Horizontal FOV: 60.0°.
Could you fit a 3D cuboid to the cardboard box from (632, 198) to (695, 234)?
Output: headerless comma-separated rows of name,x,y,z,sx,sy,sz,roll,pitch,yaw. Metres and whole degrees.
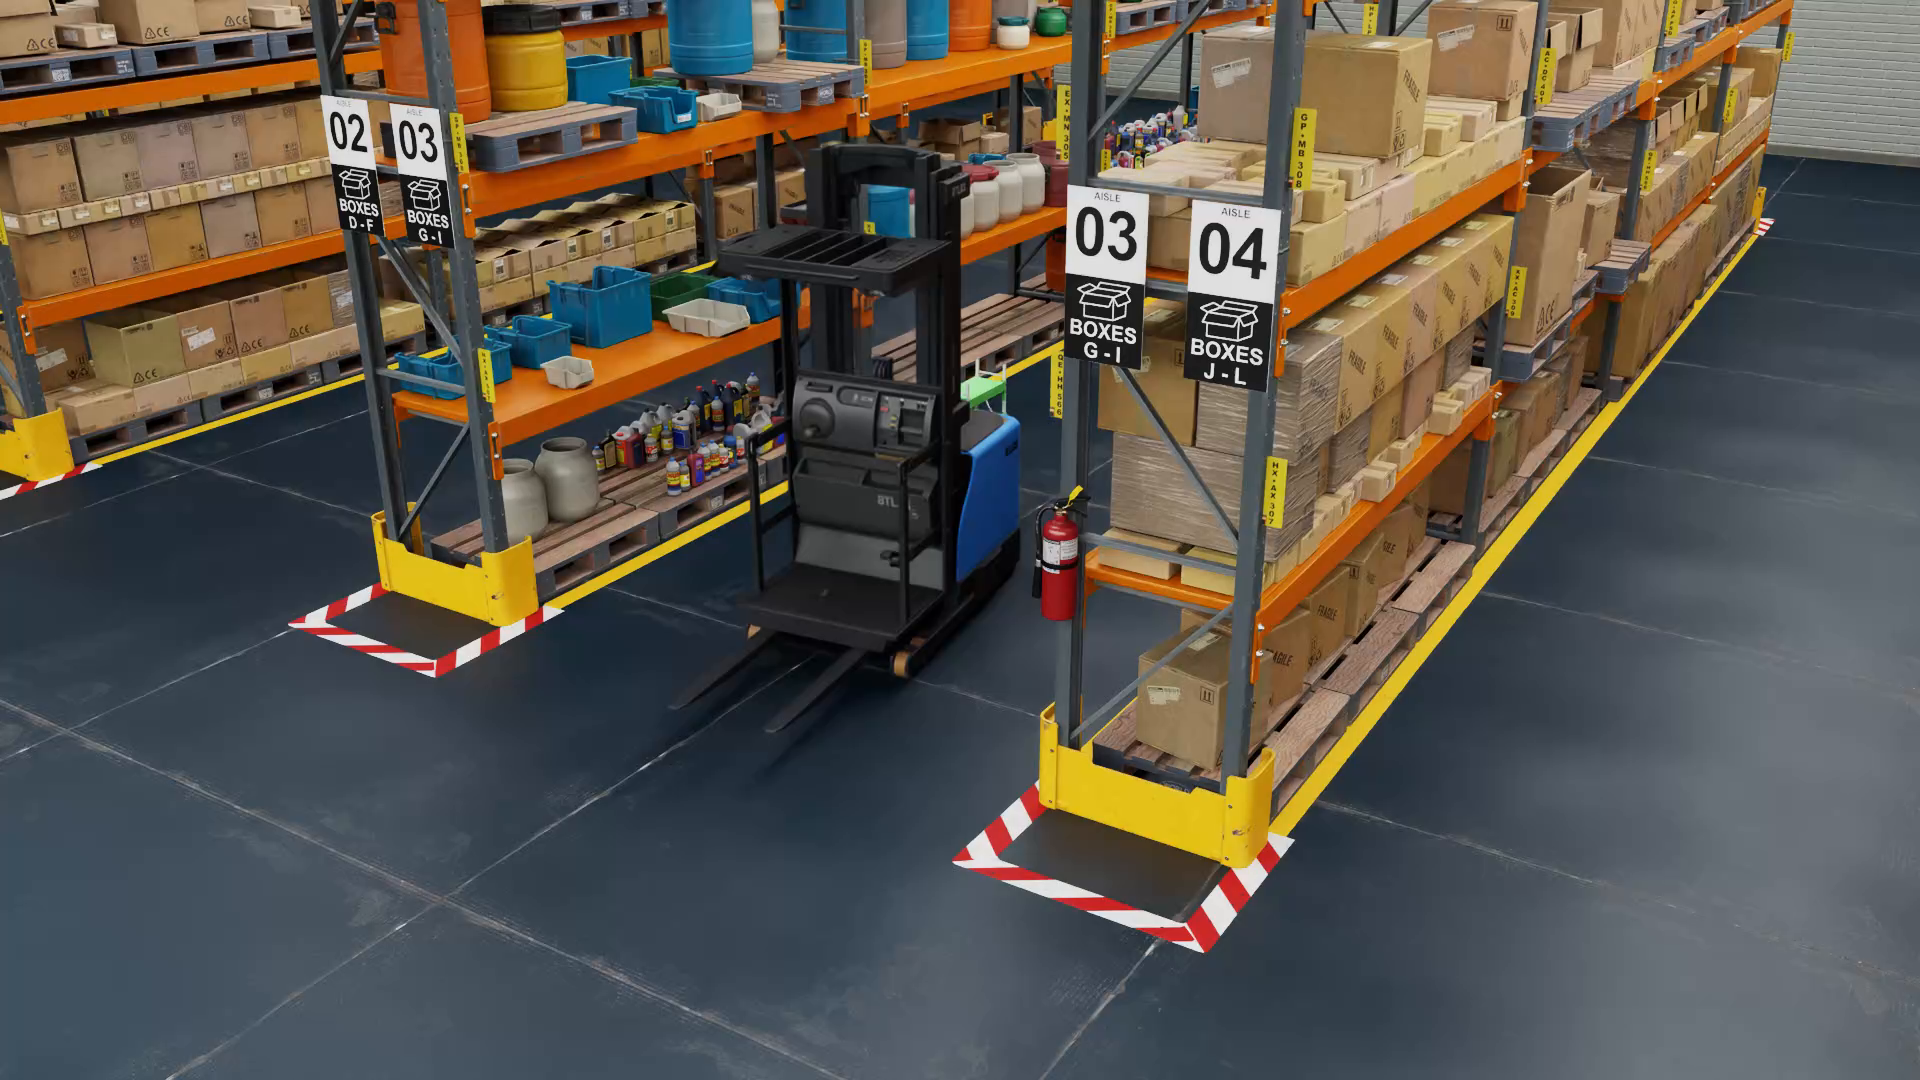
cardboard box,-3.330,-3.665,18.666,0.500,0.311,0.500,15,27,30

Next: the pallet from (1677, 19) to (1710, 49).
pallet,6.033,-4.524,14.886,1.003,0.211,1.213,15,28,31

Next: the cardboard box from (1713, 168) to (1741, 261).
cardboard box,8.152,-3.705,18.678,0.875,0.875,0.875,14,27,29

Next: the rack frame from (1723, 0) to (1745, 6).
rack frame,7.261,-6.731,15.970,1.000,3.000,0.127,14,27,29

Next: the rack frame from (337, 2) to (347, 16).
rack frame,-5.373,-6.108,14.532,1.000,3.000,0.127,14,27,29

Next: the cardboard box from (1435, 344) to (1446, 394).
cardboard box,2.457,-1.159,10.152,0.875,0.500,0.500,14,27,29

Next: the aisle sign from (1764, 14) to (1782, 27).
aisle sign,9.664,-6.482,19.675,0.394,0.787,0.004,14,27,29

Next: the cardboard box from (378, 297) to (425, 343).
cardboard box,-5.432,-2.083,15.719,0.500,0.250,0.500,14,27,29

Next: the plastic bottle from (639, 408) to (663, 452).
plastic bottle,-2.367,-0.846,12.710,0.144,0.351,0.185,15,28,31

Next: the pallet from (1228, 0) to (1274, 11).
pallet,2.723,-6.020,18.343,1.213,0.211,1.003,14,27,29

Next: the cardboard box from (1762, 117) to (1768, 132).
cardboard box,9.327,-4.935,19.690,0.380,0.149,0.250,14,27,29

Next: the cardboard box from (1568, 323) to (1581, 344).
cardboard box,4.823,-1.794,13.767,0.500,0.250,0.500,15,28,31

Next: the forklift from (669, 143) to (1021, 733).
forklift,-0.663,-0.720,9.725,1.130,2.935,3.031,10,25,22

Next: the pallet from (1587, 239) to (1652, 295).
pallet,4.866,-2.277,13.475,1.213,0.211,1.003,14,27,29

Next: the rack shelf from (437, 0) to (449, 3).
rack shelf,-2.222,-3.880,10.794,1.077,0.370,4.000,14,27,29

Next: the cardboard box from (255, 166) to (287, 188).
cardboard box,-6.006,-3.133,14.270,0.380,0.149,0.250,15,27,30

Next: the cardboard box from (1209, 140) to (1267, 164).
cardboard box,1.449,-1.903,8.281,0.380,0.149,0.250,14,27,30

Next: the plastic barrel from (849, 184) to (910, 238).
plastic barrel,-0.706,-2.612,13.378,0.600,0.901,0.708,14,27,29

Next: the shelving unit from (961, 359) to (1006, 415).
shelving unit,0.087,-0.606,11.641,0.258,1.200,0.503,14,27,29

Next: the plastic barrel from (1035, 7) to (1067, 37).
plastic barrel,0.856,-4.877,15.659,0.294,0.245,0.294,0,23,0

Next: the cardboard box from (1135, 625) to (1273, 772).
cardboard box,1.275,0.820,8.698,0.500,0.500,0.500,20,30,38

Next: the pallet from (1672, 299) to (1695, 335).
pallet,6.918,-2.422,17.078,1.003,0.211,1.213,14,27,29

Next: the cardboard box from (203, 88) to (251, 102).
cardboard box,-8.664,-5.220,19.352,0.700,0.500,0.500,18,29,36

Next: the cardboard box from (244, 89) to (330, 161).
cardboard box,-5.867,-3.674,14.702,0.700,0.500,0.500,14,27,29

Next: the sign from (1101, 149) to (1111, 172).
sign,1.414,-3.627,16.148,0.100,0.325,0.005,14,27,29

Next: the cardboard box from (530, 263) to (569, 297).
cardboard box,-4.408,-2.717,17.184,0.500,0.250,0.500,13,27,27

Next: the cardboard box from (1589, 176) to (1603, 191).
cardboard box,4.900,-2.675,13.500,0.500,0.500,0.500,10,25,23

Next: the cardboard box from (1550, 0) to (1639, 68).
cardboard box,4.576,-3.727,12.052,0.500,0.500,0.500,14,27,30

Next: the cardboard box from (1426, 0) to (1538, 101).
cardboard box,3.020,-2.860,9.677,0.500,0.500,0.500,13,27,27

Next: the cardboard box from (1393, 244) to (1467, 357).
cardboard box,2.510,-1.372,9.384,0.500,0.500,0.500,14,27,29

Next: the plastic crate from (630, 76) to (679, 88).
plastic crate,-2.230,-3.119,11.671,0.336,0.188,0.450,14,27,29

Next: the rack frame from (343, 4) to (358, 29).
rack frame,-7.474,-5.742,21.237,1.000,3.000,0.127,14,27,29

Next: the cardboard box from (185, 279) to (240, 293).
cardboard box,-6.673,-2.032,14.657,0.500,0.500,0.500,14,27,29

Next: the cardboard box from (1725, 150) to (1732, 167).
cardboard box,7.976,-4.070,17.692,0.380,0.149,0.250,15,28,31

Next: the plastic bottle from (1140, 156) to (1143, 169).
plastic bottle,1.845,-3.887,17.203,0.097,0.201,0.097,0,23,0

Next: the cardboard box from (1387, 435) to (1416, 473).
cardboard box,2.374,-0.525,9.503,0.380,0.149,0.250,14,27,29

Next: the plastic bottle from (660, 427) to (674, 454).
plastic bottle,-2.241,-0.767,12.715,0.097,0.201,0.097,0,23,0

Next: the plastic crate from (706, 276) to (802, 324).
plastic crate,-1.520,-1.817,12.358,0.499,0.251,0.616,14,27,29

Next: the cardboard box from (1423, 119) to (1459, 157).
cardboard box,2.424,-2.152,8.856,0.380,0.149,0.250,15,28,31

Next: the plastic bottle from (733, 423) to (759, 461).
plastic bottle,-1.622,-0.762,12.609,0.152,0.276,0.135,14,27,30

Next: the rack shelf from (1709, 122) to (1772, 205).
rack shelf,8.316,-4.322,18.864,1.077,0.370,4.000,14,27,29

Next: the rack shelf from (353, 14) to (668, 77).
rack shelf,-4.318,-5.076,16.830,1.077,0.370,4.000,14,27,29

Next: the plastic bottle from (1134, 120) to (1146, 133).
plastic bottle,1.997,-4.570,18.686,0.152,0.276,0.135,14,27,29

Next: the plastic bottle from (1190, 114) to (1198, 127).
plastic bottle,2.626,-4.582,18.620,0.144,0.351,0.185,14,27,29

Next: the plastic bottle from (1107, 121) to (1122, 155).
plastic bottle,1.684,-4.407,18.216,0.144,0.351,0.185,14,27,29

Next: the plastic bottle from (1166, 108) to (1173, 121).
plastic bottle,2.427,-4.883,19.400,0.061,0.283,0.133,14,27,29

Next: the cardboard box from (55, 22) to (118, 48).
cardboard box,-6.713,-3.883,12.780,0.380,0.149,0.250,14,27,29

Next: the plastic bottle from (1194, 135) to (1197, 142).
plastic bottle,2.552,-4.340,18.249,0.097,0.201,0.097,0,23,0

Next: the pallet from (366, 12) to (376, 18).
pallet,-4.919,-4.944,15.859,0.805,0.209,1.217,13,26,27

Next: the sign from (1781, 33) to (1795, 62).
sign,9.825,-5.849,19.730,0.100,0.325,0.005,14,27,29

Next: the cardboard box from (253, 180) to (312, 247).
cardboard box,-6.142,-2.902,14.551,0.700,0.500,0.500,14,27,30

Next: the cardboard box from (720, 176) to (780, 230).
cardboard box,-2.509,-4.031,19.879,0.500,0.500,0.500,13,27,27

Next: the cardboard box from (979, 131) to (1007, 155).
cardboard box,0.353,-5.795,24.269,0.500,0.250,0.500,14,27,29

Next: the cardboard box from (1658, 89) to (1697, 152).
cardboard box,6.559,-4.037,15.912,0.797,0.503,0.637,14,27,30

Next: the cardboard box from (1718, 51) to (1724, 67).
cardboard box,8.625,-5.465,19.469,0.500,0.500,0.500,13,27,28
